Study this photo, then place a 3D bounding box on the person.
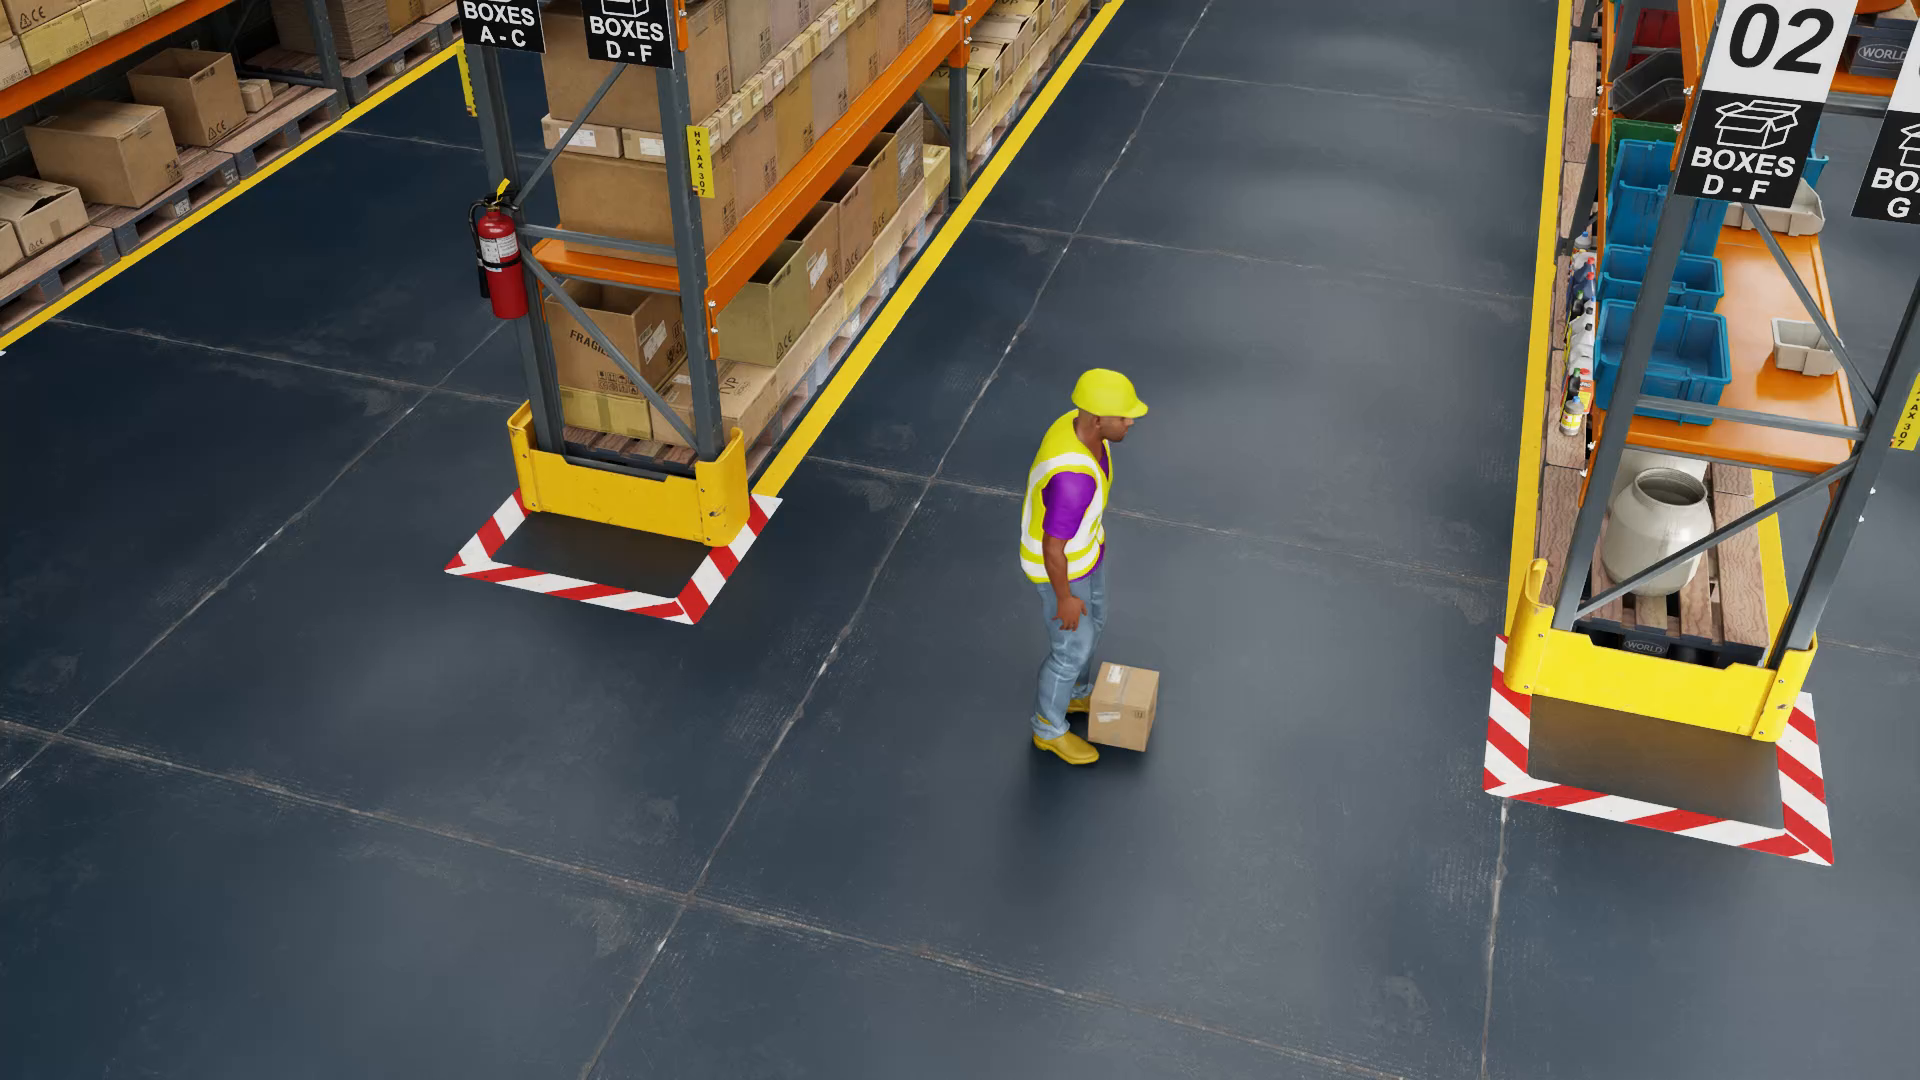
[{"bbox_3d":[0.480,0.078,6.774,0.461,1.759,0.628,9,38,11],"label":"person"}]
